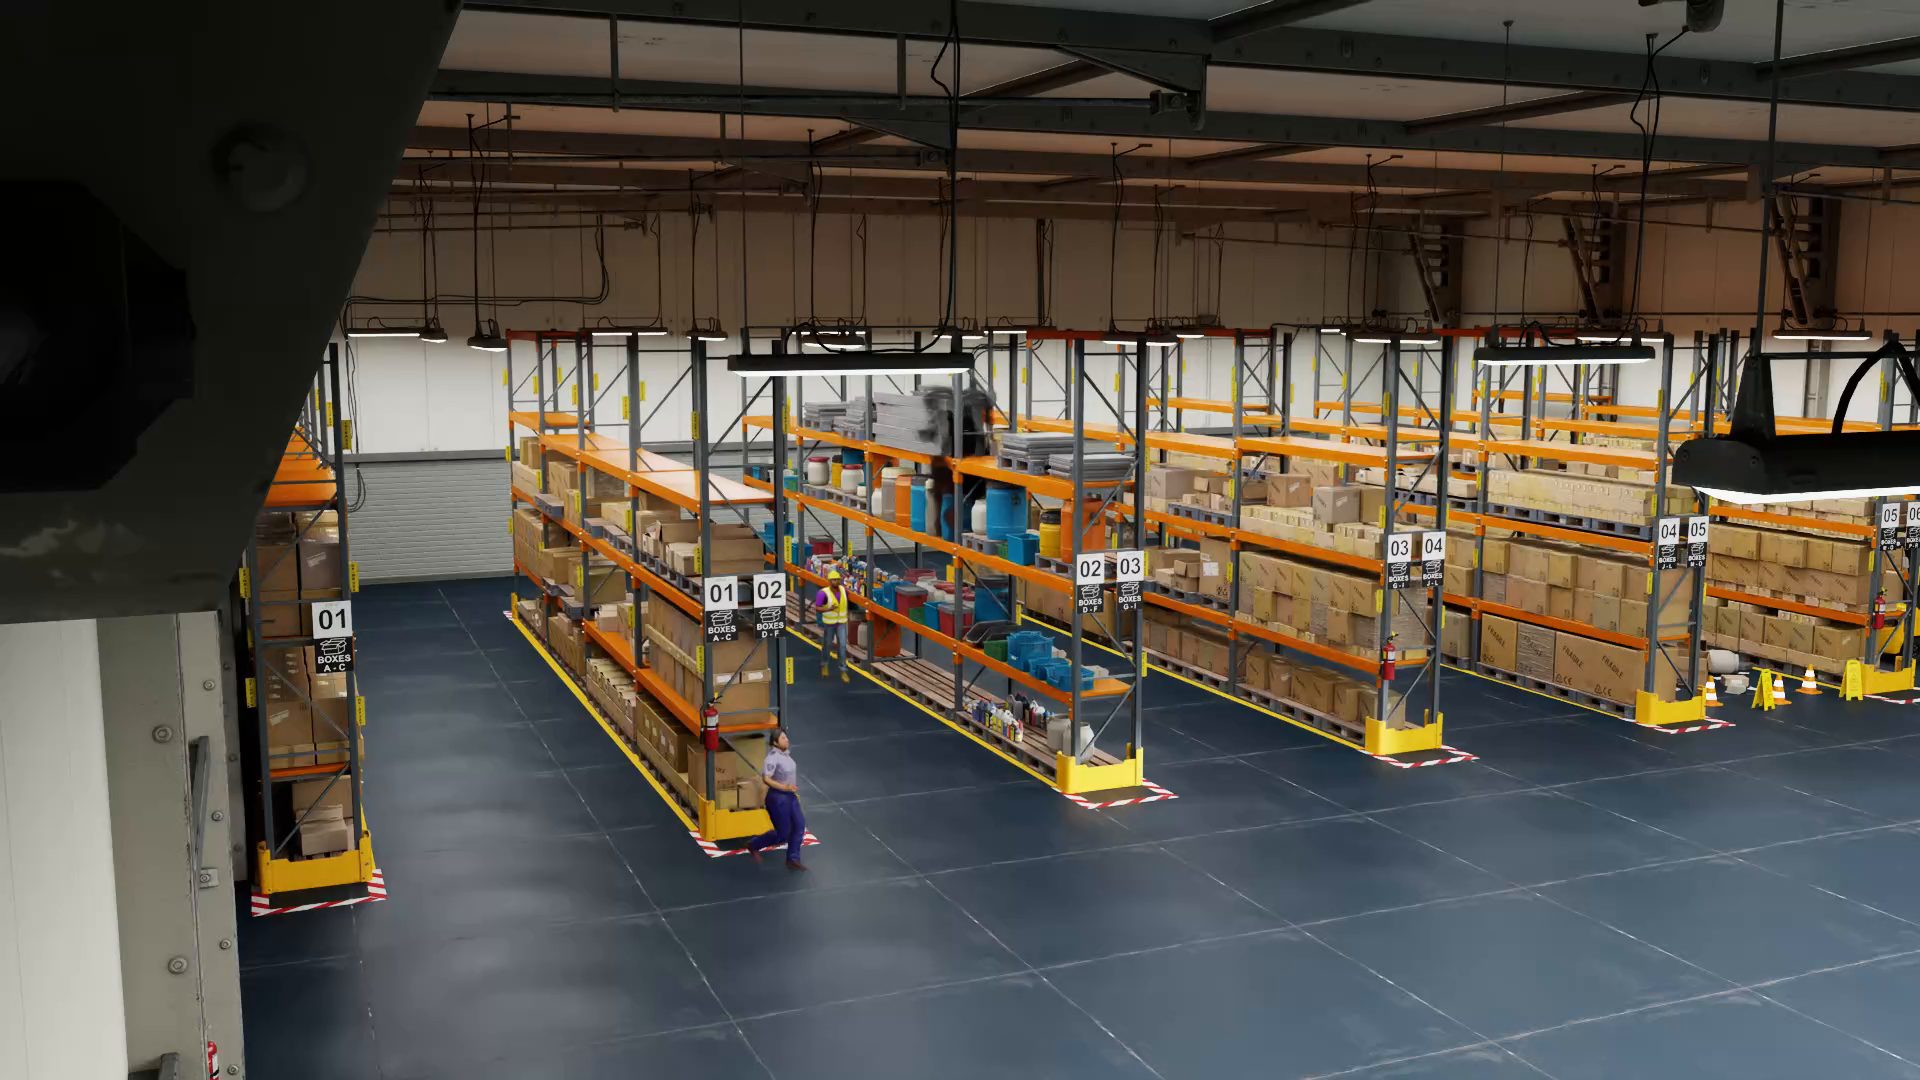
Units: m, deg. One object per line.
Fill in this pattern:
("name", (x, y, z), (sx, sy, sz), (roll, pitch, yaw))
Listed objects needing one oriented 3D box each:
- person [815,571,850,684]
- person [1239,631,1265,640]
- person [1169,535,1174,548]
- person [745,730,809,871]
("person", (-2.104, 1.419, 27.651), (0.703, 1.839, 0.788), (-4, 9, -25))
("person", (5.738, 1.100, 32.406), (0.595, 1.744, 0.715), (-4, 9, -26))
("person", (5.395, -0.230, 41.898), (0.705, 1.786, 0.630), (-5, 9, -32))
("person", (-2.086, 2.980, 18.980), (0.717, 1.661, 0.608), (2, 8, 13))
